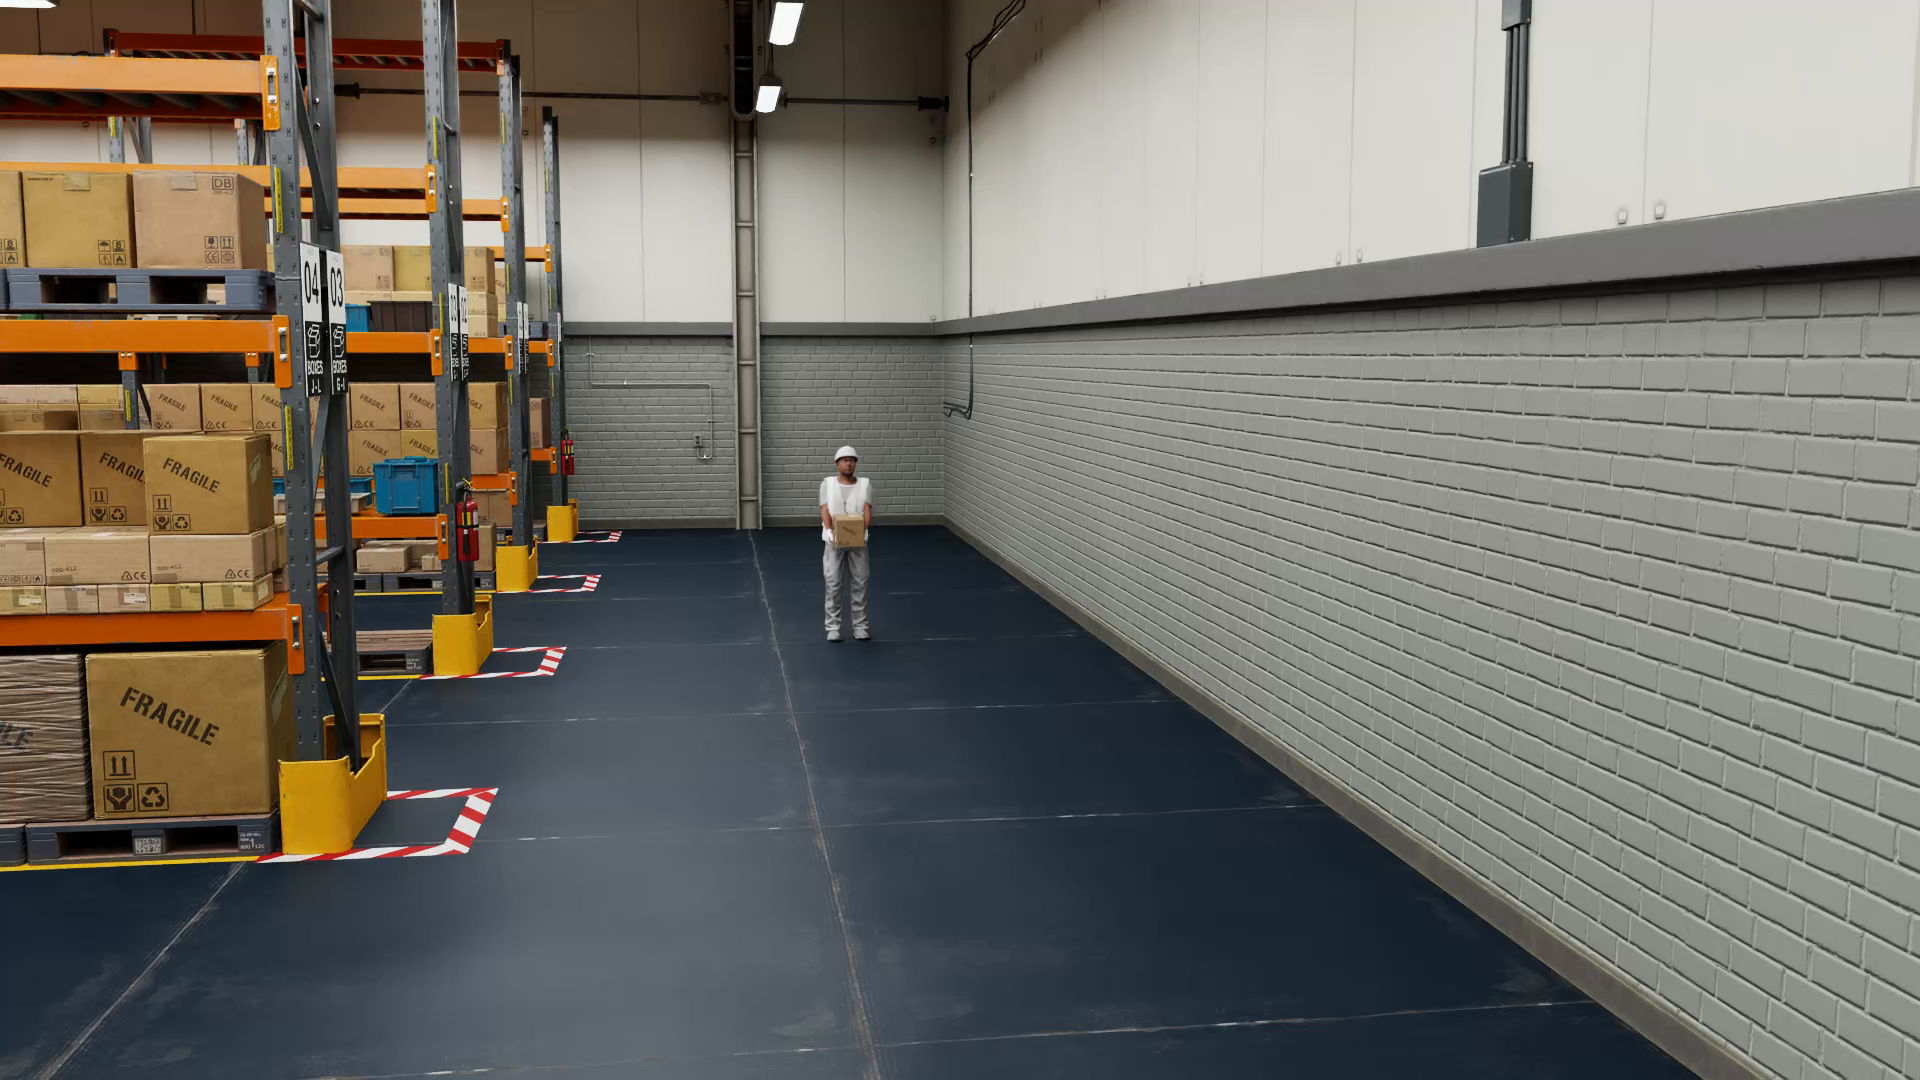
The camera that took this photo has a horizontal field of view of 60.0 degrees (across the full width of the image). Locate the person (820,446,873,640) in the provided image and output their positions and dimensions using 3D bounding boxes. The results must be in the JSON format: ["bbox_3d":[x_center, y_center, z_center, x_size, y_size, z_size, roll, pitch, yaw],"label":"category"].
[{"bbox_3d":[-1.036,0.037,15.294,0.495,1.784,0.573,-1,6,-7],"label":"person"}]
